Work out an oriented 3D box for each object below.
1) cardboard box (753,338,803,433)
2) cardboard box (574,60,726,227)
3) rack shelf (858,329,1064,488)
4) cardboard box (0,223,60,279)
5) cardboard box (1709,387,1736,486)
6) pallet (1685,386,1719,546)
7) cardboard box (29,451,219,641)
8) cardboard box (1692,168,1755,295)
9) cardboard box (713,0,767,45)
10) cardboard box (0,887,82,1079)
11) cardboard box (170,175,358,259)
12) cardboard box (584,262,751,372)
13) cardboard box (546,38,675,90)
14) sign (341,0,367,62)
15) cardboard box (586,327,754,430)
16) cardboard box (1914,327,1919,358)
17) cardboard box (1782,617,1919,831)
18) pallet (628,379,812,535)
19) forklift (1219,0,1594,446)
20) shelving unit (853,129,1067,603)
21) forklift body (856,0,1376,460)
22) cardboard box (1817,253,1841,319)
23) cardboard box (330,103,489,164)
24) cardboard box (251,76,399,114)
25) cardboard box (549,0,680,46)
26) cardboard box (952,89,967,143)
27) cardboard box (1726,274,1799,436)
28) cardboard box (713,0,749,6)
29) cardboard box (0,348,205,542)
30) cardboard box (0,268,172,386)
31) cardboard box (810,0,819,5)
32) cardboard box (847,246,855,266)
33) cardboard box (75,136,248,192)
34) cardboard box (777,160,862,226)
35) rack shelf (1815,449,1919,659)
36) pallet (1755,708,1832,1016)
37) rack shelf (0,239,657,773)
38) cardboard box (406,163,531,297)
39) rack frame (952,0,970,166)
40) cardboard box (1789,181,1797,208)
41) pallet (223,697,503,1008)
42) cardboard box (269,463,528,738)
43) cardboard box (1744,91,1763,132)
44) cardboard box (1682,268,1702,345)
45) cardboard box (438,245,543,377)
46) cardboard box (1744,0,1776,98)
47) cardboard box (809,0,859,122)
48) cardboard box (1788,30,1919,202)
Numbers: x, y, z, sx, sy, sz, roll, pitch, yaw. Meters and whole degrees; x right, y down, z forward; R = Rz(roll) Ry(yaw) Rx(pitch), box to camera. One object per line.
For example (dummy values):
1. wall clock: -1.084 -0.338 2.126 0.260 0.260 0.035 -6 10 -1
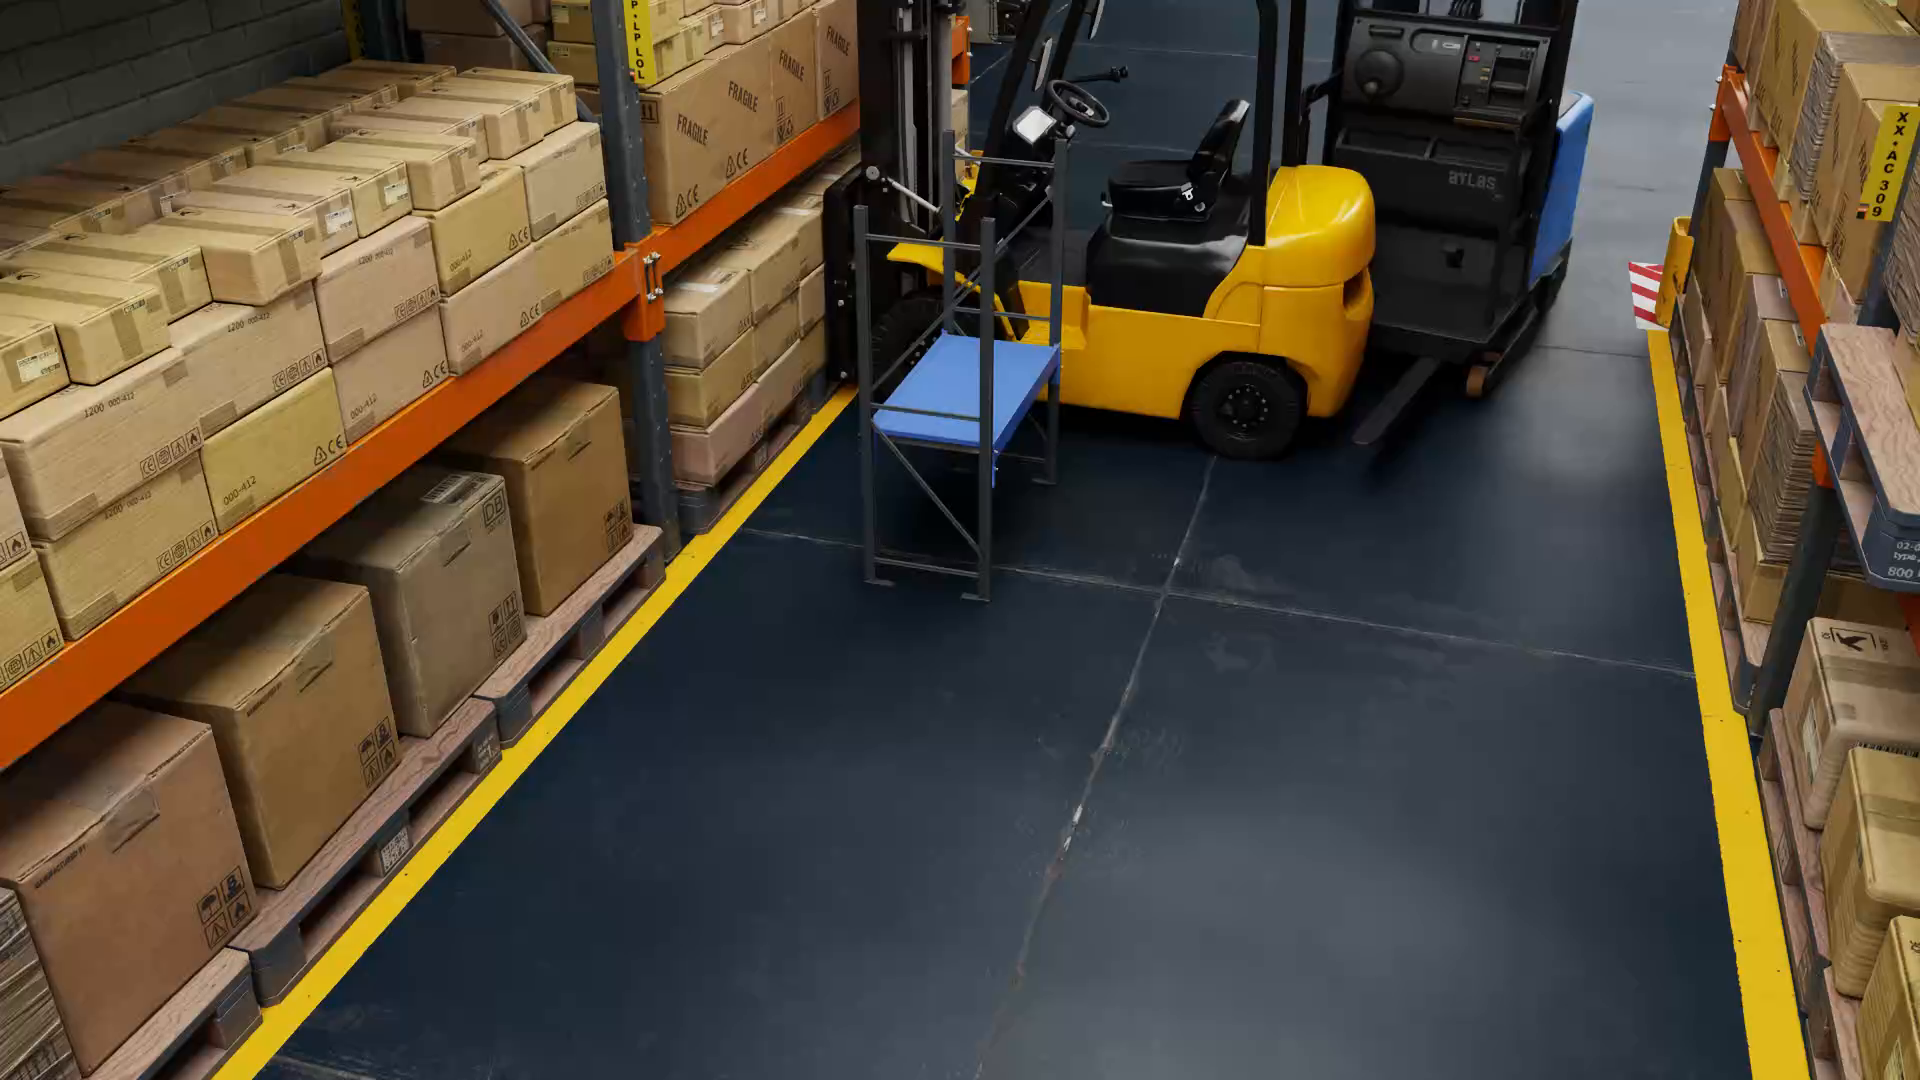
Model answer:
1. cardboard box: -1.018 -0.709 7.335 0.500 0.250 0.500 8 30 14
2. cardboard box: -1.231 -1.524 6.301 0.500 0.500 0.500 8 30 13
3. rack shelf: 0.025 -0.538 6.544 0.538 0.185 1.000 8 30 15
4. cardboard box: -2.451 -0.676 4.109 0.380 0.149 0.250 9 30 16
5. cardboard box: 3.352 -0.384 6.752 0.500 0.250 0.500 9 30 16
6. pallet: 3.655 -0.272 7.022 1.003 0.211 1.213 8 30 15
7. cardboard box: -2.125 -0.032 3.876 0.500 0.250 0.500 8 30 13
8. cardboard box: 3.802 -1.427 7.854 0.500 0.500 0.500 7 30 13
9. cardboard box: -0.998 -2.099 6.667 0.380 0.149 0.250 9 30 16
10. cardboard box: -2.589 1.114 3.673 0.875 0.625 0.625 9 30 16
11. cardboard box: -1.846 -0.850 4.422 0.380 0.149 0.250 9 30 15
12. cardboard box: -1.169 -0.910 6.668 0.500 0.250 0.500 8 30 14
13. cardboard box: -1.266 -1.749 6.038 0.380 0.149 0.250 8 30 14
14. sign: -2.142 -1.803 5.933 0.100 0.325 0.005 8 30 15
15. cardboard box: -1.174 -0.692 6.791 0.500 0.250 0.500 8 30 15
16. cardboard box: 2.577 -0.552 3.816 0.500 0.500 0.500 9 30 15
17. cardboard box: 2.983 0.604 4.849 0.950 0.372 0.625 9 30 16
18. pallet: -1.338 -0.456 7.353 1.003 0.211 1.213 8 30 15
19. forklift: 2.187 -2.204 7.697 1.130 2.935 3.031 16 33 26
20. shelving unit: 0.025 -0.695 6.457 0.538 1.500 1.048 8 30 15
21. forklift body: 0.750 -1.658 7.517 2.313 2.155 1.214 8 30 15
22. cardboard box: 3.005 -0.805 5.369 0.380 0.149 0.250 9 30 16
23. cardboard box: -1.680 -1.219 5.086 0.380 0.149 0.250 8 30 15
24. cardboard box: -2.048 -1.389 5.390 0.380 0.149 0.250 7 30 13
25. cardboard box: -1.234 -1.874 5.957 0.380 0.149 0.250 9 30 16
26. cardboard box: -0.274 -2.331 9.222 0.500 0.250 0.500 10 30 17
27. cardboard box: 3.348 -0.701 6.551 0.500 0.500 0.500 10 31 18
28. cardboard box: -1.004 -2.233 6.603 0.380 0.149 0.250 9 30 16
29. cardboard box: -2.102 -0.250 3.754 0.500 0.250 0.500 8 30 14
30. cardboard box: -2.041 -0.487 3.770 0.380 0.149 0.250 9 30 16
31. cardboard box: -0.793 -2.465 7.325 0.380 0.149 0.250 8 30 14
32. cardboard box: -0.720 -1.393 8.051 0.500 0.250 0.500 8 30 15
33. cardboard box: -2.275 -1.039 4.762 0.380 0.149 0.250 8 30 15
34. cardboard box: -0.713 -1.622 7.948 0.500 0.250 0.500 8 30 14
35. rack shelf: 2.548 0.639 3.256 1.077 0.370 4.000 8 30 15
36. pallet: 2.908 0.976 4.779 1.003 0.211 1.213 8 30 15
37. rack shelf: -2.198 -0.067 4.526 1.077 0.370 4.000 8 30 15
38. cardboard box: -1.655 -0.959 5.029 0.500 0.250 0.500 8 30 14
39. rack frame: -0.437 -3.170 9.363 1.000 3.000 0.127 8 30 15
40. cardboard box: 3.337 -1.275 6.215 0.380 0.149 0.250 8 30 14
41. pallet: -2.146 0.824 5.051 1.003 0.211 1.213 8 30 15
42. cardboard box: -1.989 0.147 5.412 0.875 0.625 0.625 8 30 14
43. cardboard box: 3.677 -1.883 7.308 0.380 0.149 0.250 9 30 16
44. cardboard box: 3.808 -1.110 8.056 0.500 0.250 0.500 8 30 14
45. cardboard box: -1.651 -0.740 5.149 0.500 0.250 0.500 8 30 15
46. cardboard box: 3.756 -2.216 7.238 0.500 0.500 0.500 9 30 16
47. cardboard box: -0.779 -2.235 7.578 0.500 0.500 0.500 9 30 15
48. cardboard box: 3.320 -1.502 5.956 0.500 0.500 0.500 9 30 16
